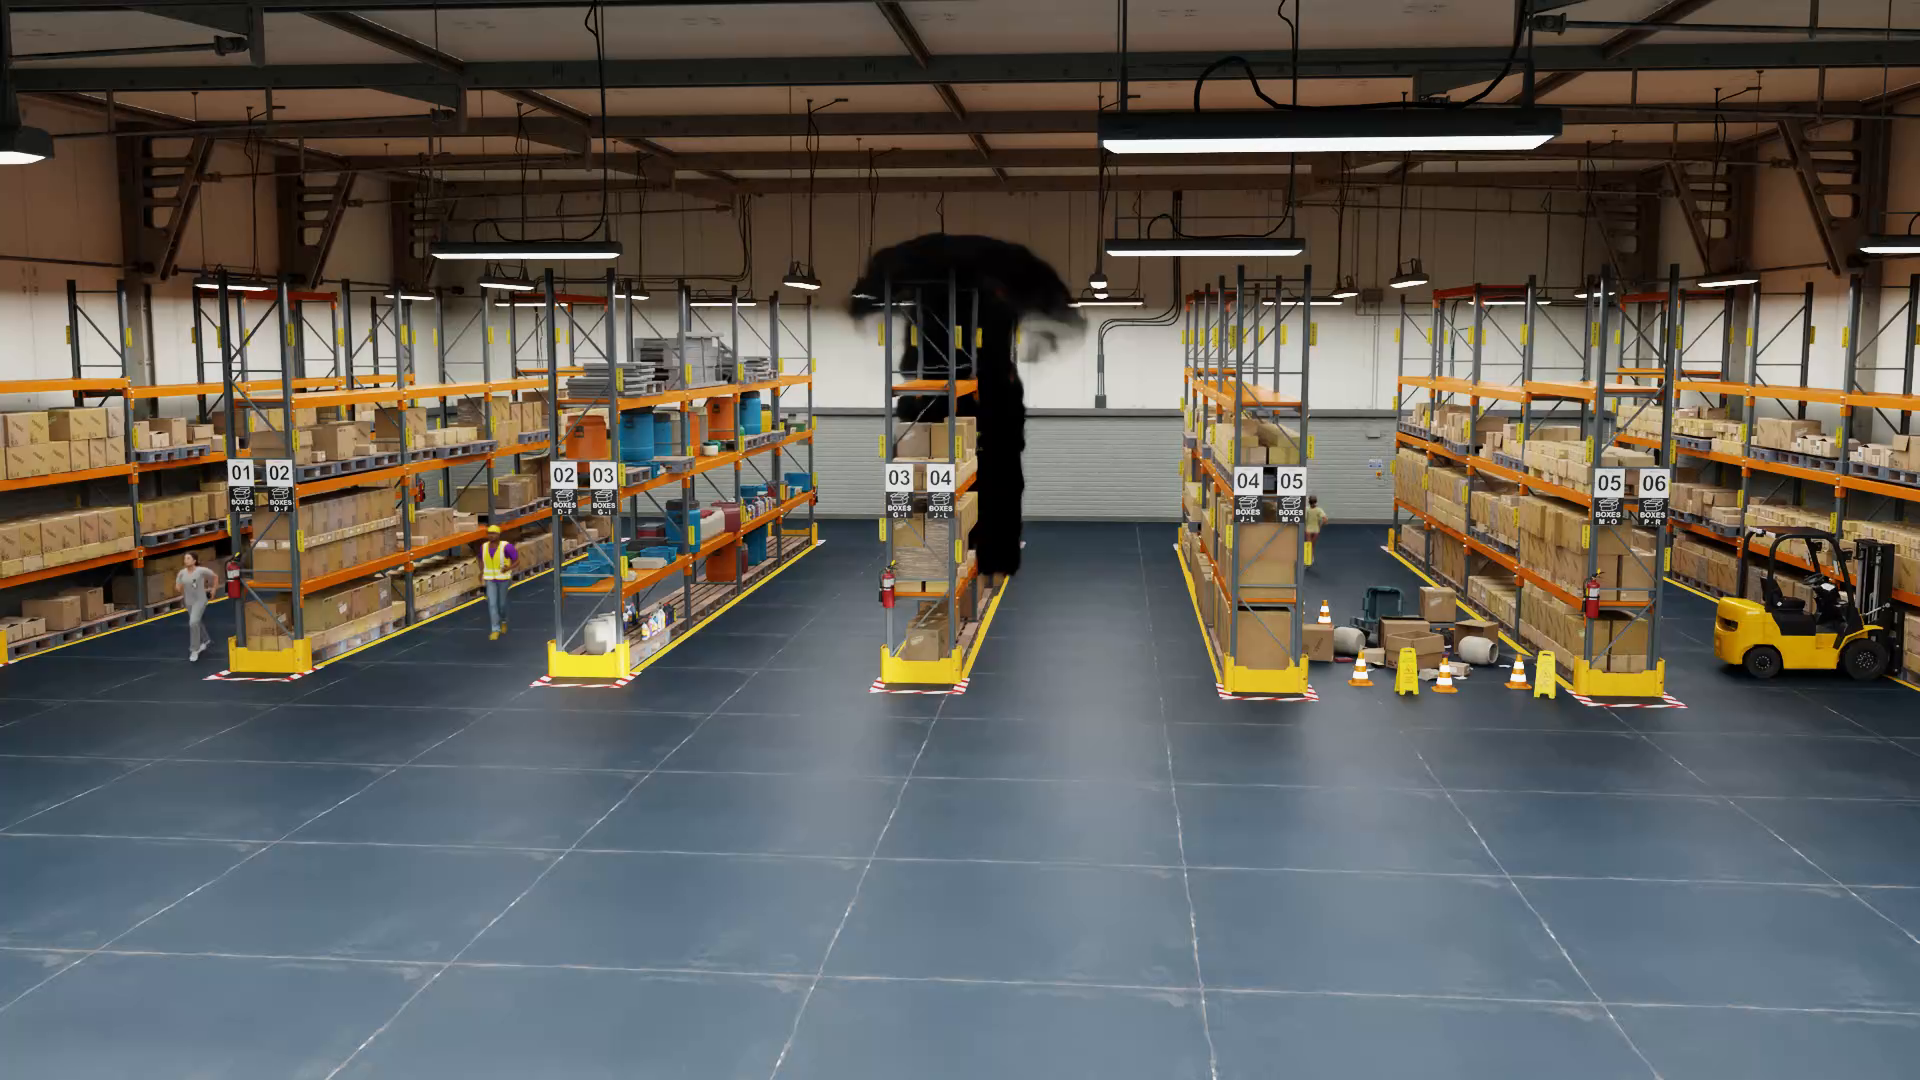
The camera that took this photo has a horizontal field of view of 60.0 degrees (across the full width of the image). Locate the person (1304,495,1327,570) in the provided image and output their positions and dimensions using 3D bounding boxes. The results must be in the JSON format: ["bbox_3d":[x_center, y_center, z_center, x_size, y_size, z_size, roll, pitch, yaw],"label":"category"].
[{"bbox_3d":[7.562,-0.141,35.691,0.588,1.651,0.688,-1,7,-5],"label":"person"}]

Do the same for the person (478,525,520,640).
[{"bbox_3d":[-7.331,0.649,26.373,0.690,1.784,0.778,0,7,-2],"label":"person"}]

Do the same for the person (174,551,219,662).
[{"bbox_3d":[-11.949,1.015,26.086,0.573,1.709,0.890,1,7,6],"label":"person"}]
